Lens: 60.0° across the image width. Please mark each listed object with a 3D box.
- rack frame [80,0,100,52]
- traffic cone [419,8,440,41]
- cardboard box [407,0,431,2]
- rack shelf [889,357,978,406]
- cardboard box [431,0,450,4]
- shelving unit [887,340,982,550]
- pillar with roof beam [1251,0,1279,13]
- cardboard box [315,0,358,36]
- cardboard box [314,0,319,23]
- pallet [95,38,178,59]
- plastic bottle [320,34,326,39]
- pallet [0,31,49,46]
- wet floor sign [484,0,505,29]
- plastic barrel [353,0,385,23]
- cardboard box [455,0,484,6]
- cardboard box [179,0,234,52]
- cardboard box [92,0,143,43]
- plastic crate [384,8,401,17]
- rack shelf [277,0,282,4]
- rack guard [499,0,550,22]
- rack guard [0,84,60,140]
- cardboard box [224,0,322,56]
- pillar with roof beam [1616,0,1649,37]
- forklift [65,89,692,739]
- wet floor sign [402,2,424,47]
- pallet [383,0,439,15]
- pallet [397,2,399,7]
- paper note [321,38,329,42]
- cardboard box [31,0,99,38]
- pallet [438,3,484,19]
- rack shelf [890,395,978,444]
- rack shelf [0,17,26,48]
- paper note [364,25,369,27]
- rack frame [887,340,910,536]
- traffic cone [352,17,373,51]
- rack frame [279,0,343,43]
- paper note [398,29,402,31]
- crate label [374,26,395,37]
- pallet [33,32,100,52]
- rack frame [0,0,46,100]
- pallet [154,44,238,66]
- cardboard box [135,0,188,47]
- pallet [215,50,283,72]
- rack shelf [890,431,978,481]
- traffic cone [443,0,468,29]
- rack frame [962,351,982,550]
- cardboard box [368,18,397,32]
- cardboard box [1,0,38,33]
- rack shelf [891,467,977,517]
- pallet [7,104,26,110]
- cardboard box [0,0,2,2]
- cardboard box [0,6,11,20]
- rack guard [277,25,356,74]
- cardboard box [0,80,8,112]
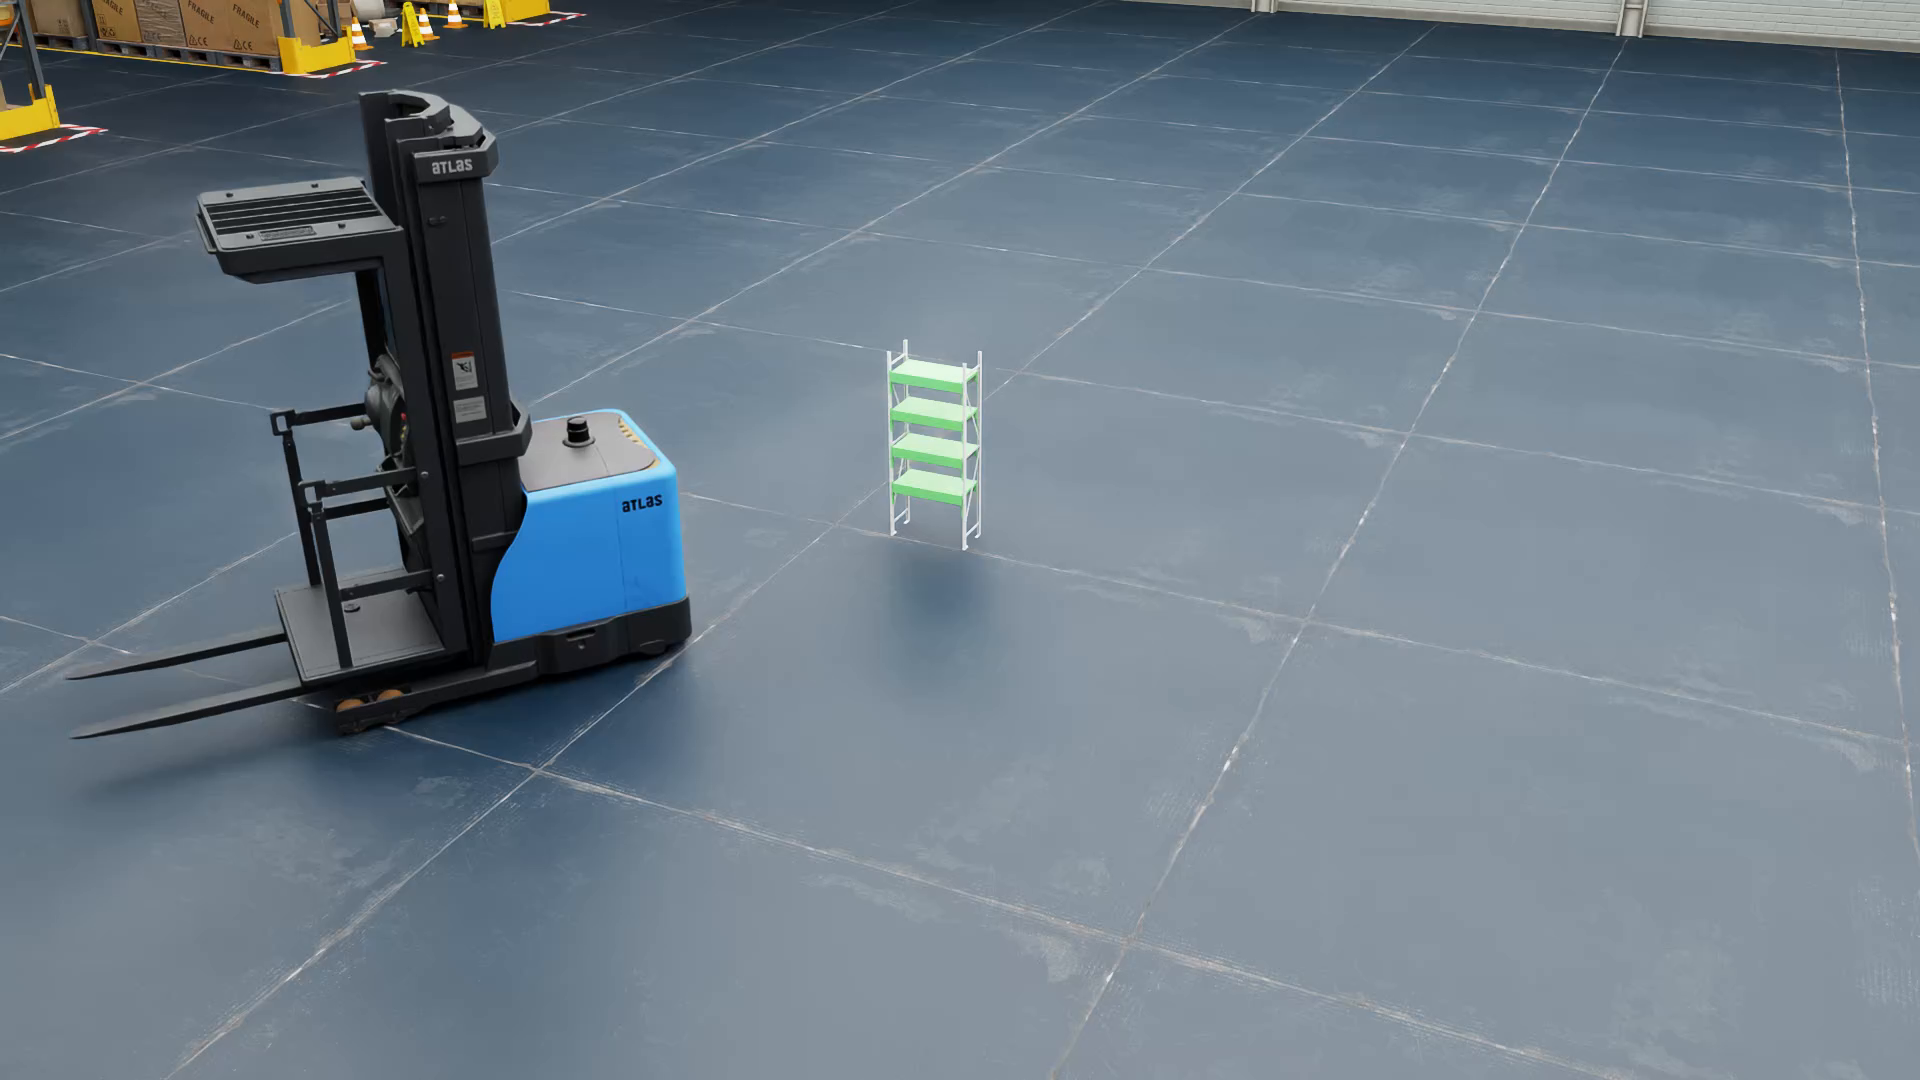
[{"bbox_3d":[-13.006,-8.993,25.120,0.127,3.000,1.000,11,28,22],"label":"rack frame"},{"bbox_3d":[-8.483,-8.184,26.348,0.334,0.463,0.336,11,28,22],"label":"traffic cone"},{"bbox_3d":[-9.202,-9.456,28.698,0.500,0.250,0.500,10,28,20],"label":"cardboard box"},{"bbox_3d":[-0.151,-0.942,9.863,0.480,0.148,0.258,11,28,22],"label":"rack shelf"},{"bbox_3d":[-8.723,-9.363,28.509,0.500,0.250,0.500,11,28,22],"label":"cardboard box"},{"bbox_3d":[-0.151,-0.569,10.046,0.503,1.200,0.258,11,28,22],"label":"shelving unit"},{"bbox_3d":[3.524,-11.523,23.467,0.400,9.000,9.100,11,28,22],"label":"pillar with roof beam"},{"bbox_3d":[-10.055,-8.454,26.851,0.637,0.503,0.797,-7,27,-14],"label":"cardboard box"},{"bbox_3d":[-10.909,-8.682,27.161,0.503,0.637,0.797,11,28,22],"label":"cardboard box"},{"bbox_3d":[-12.346,-7.572,25.390,1.213,0.211,1.003,11,28,22],"label":"pallet"},{"bbox_3d":[-10.264,-8.027,26.485,0.283,0.061,0.133,2,26,4],"label":"plastic bottle"},{"bbox_3d":[-14.854,-8.075,26.413,1.213,0.211,1.003,11,28,22],"label":"pallet"},{"bbox_3d":[-7.678,-8.749,27.290,0.232,0.644,0.267,23,35,39],"label":"wet floor sign"},{"bbox_3d":[-9.915,-8.884,27.814,0.512,0.421,0.421,-12,29,-23],"label":"plastic barrel"},{"bbox_3d":[-8.277,-9.269,28.319,0.500,0.250,0.500,11,28,22],"label":"cardboard box"},{"bbox_3d":[-10.811,-7.754,24.534,0.875,0.875,0.875,11,28,21],"label":"cardboard box"},{"bbox_3d":[-12.463,-8.085,25.206,0.875,0.875,0.875,12,29,23],"label":"cardboard box"},{"bbox_3d":[-9.959,-9.075,28.592,0.583,0.080,0.402,2,26,4],"label":"plastic crate"},{"bbox_3d":[-11.185,-8.305,24.536,4.000,0.370,1.077,11,28,22],"label":"rack shelf"},{"bbox_3d":[-7.477,-9.163,28.295,0.348,0.500,1.175,11,28,22],"label":"rack guard"},{"bbox_3d":[-11.579,-5.178,20.202,0.348,0.500,1.175,11,28,22],"label":"rack guard"},{"bbox_3d":[-10.010,-7.594,24.209,0.875,0.875,0.875,12,28,22],"label":"cardboard box"},{"bbox_3d":[8.986,-10.426,21.239,0.400,9.000,9.100,11,28,22],"label":"pillar with roof beam"},{"bbox_3d":[-3.009,-0.618,8.188,3.031,2.935,1.130,-13,29,-24],"label":"forklift"},{"bbox_3d":[-8.519,-7.996,25.761,0.232,0.644,0.267,6,27,13],"label":"wet floor sign"},{"bbox_3d":[-9.308,-9.420,29.144,1.213,0.211,1.003,11,28,22],"label":"pallet"},{"bbox_3d":[-10.423,-9.642,29.596,1.213,0.211,1.003,11,28,22],"label":"pallet"},{"bbox_3d":[-10.052,-7.891,26.244,0.142,0.017,0.144,23,35,39],"label":"paper note"},{"bbox_3d":[-13.608,-8.250,25.681,0.750,0.750,1.050,11,28,22],"label":"cardboard box"},{"bbox_3d":[-8.202,-9.196,28.690,1.213,0.211,1.003,11,28,22],"label":"pallet"},{"bbox_3d":[-0.151,-0.727,9.969,0.480,0.148,0.258,11,28,22],"label":"rack shelf"},{"bbox_3d":[-13.331,-6.329,20.523,4.000,0.370,1.077,11,28,22],"label":"rack shelf"},{"bbox_3d":[-9.803,-8.521,27.536,0.142,0.019,0.148,23,35,39],"label":"paper note"},{"bbox_3d":[-0.373,-0.613,10.137,0.015,1.200,0.240,11,28,22],"label":"rack frame"},{"bbox_3d":[-9.260,-7.792,25.552,0.334,0.463,0.336,11,28,22],"label":"traffic cone"},{"bbox_3d":[-9.365,-8.262,23.635,0.127,3.000,1.000,11,28,22],"label":"rack frame"},{"bbox_3d":[-9.092,-8.311,27.096,0.142,0.019,0.148,2,26,4],"label":"paper note"},{"bbox_3d":[-9.225,-8.157,26.662,0.298,0.136,0.250,-2,26,-5],"label":"crate label"},{"bbox_3d":[-13.740,-7.853,25.961,1.213,0.211,1.003,11,28,22],"label":"pallet"},{"bbox_3d":[-11.510,-6.286,19.621,0.127,3.000,1.000,11,28,22],"label":"rack frame"},{"bbox_3d":[-11.232,-7.349,24.938,1.213,0.211,1.003,11,28,22],"label":"pallet"},{"bbox_3d":[-11.640,-7.922,24.874,0.875,0.875,0.875,12,28,22],"label":"cardboard box"},{"bbox_3d":[-10.125,-7.125,24.484,1.213,0.211,1.003,11,28,22],"label":"pallet"},{"bbox_3d":[-0.151,-0.511,10.075,0.480,0.148,0.258,11,28,22],"label":"rack shelf"},{"bbox_3d":[-8.333,-8.692,27.381,0.334,0.463,0.336,11,28,22],"label":"traffic cone"},{"bbox_3d":[0.071,-0.524,9.956,0.015,1.200,0.240,11,28,22],"label":"rack frame"},{"bbox_3d":[-9.436,-8.419,27.181,0.380,0.149,0.250,-18,31,-31],"label":"cardboard box"},{"bbox_3d":[-14.485,-8.427,26.043,0.750,0.750,1.050,11,28,22],"label":"cardboard box"},{"bbox_3d":[-0.151,-0.296,10.181,0.480,0.148,0.258,11,28,22],"label":"rack shelf"},{"bbox_3d":[-12.304,-5.211,20.596,1.213,0.211,1.003,11,28,22],"label":"pallet"},{"bbox_3d":[-11.999,-6.576,19.760,0.500,0.500,0.875,11,28,22],"label":"cardboard box"},{"bbox_3d":[-11.671,-6.321,19.977,0.250,0.149,0.380,11,28,22],"label":"cardboard box"},{"bbox_3d":[-9.343,-7.136,24.178,0.348,0.500,1.175,11,28,22],"label":"rack guard"},{"bbox_3d":[-12.071,-5.474,20.326,0.500,0.500,0.500,17,31,31],"label":"cardboard box"}]
